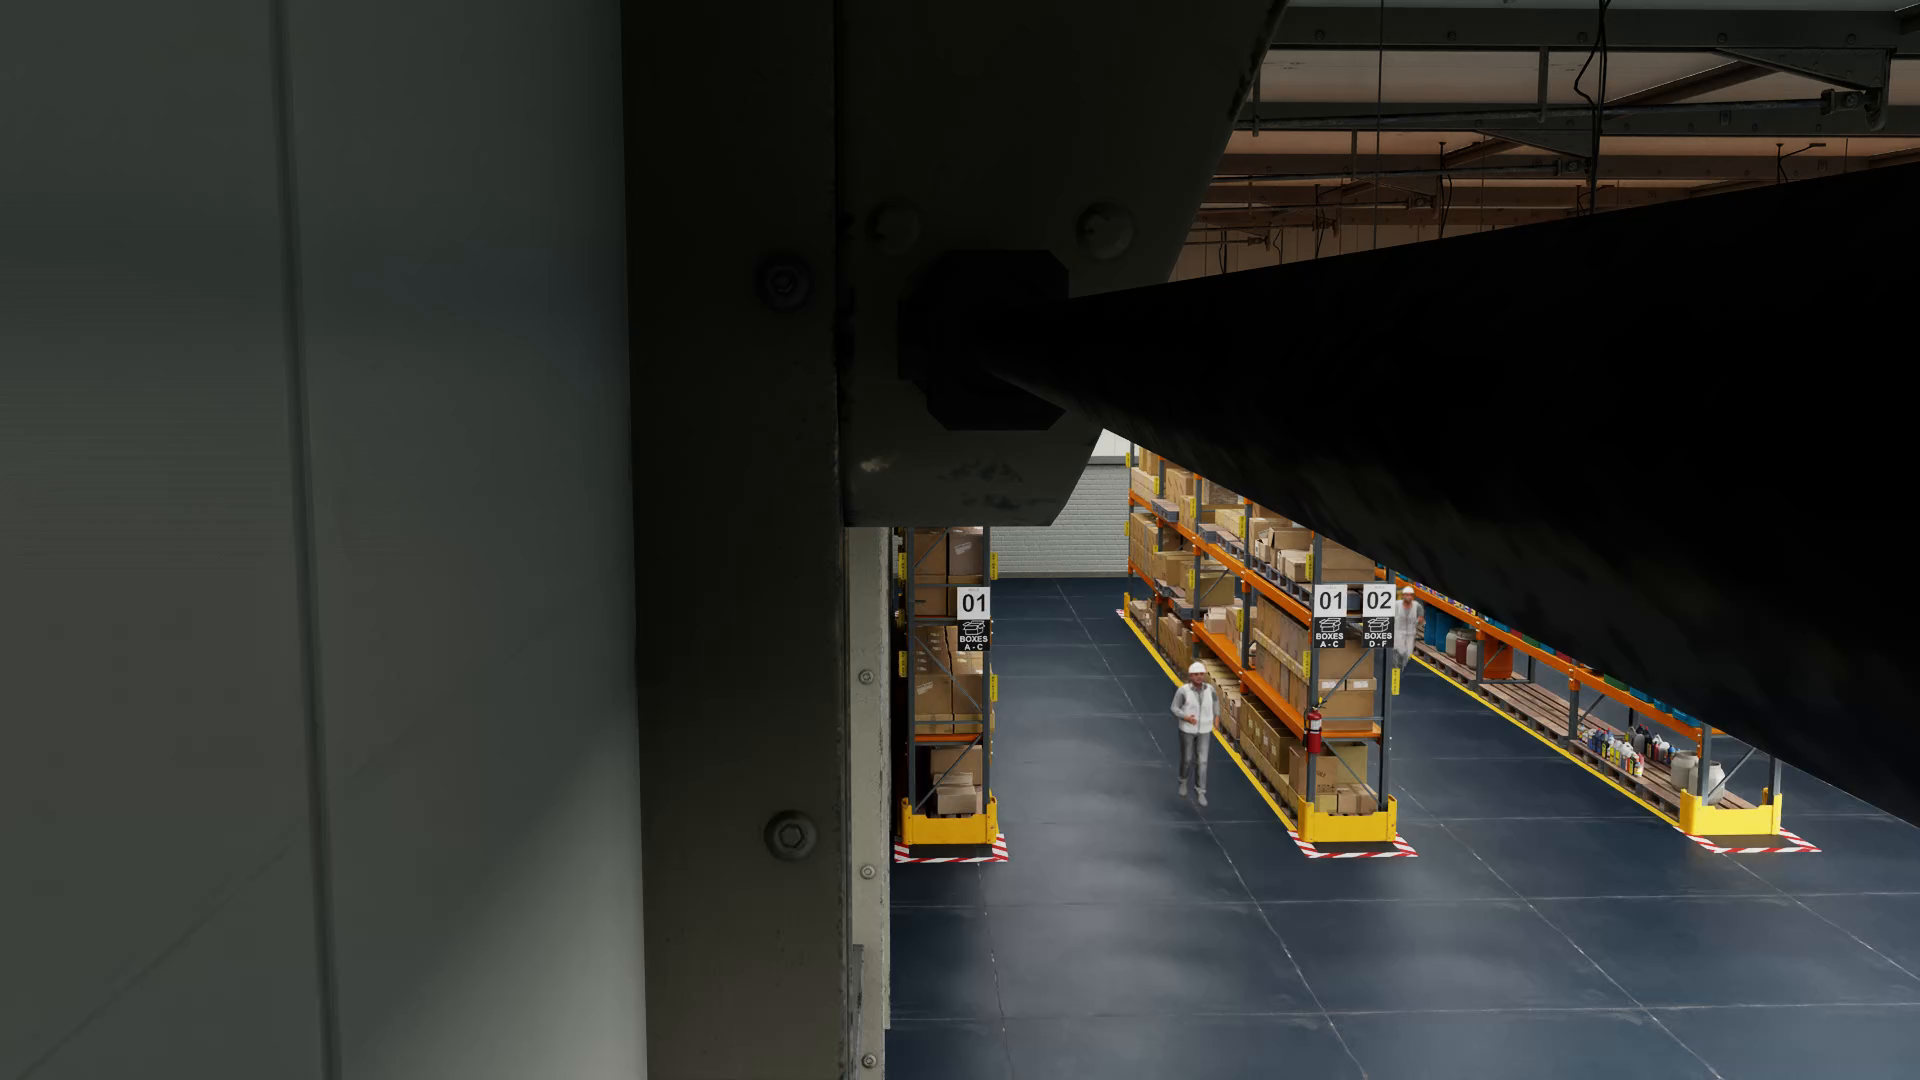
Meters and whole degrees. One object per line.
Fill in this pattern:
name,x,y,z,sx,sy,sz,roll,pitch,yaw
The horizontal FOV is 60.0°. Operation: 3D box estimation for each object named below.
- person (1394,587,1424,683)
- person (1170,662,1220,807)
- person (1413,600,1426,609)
person,7.893,1.680,29.494,0.610,1.745,0.819,0,7,-2
person,3.025,2.461,21.319,0.681,1.830,0.797,-1,7,-6
person,10.268,0.730,37.260,0.754,1.682,0.730,5,9,37
